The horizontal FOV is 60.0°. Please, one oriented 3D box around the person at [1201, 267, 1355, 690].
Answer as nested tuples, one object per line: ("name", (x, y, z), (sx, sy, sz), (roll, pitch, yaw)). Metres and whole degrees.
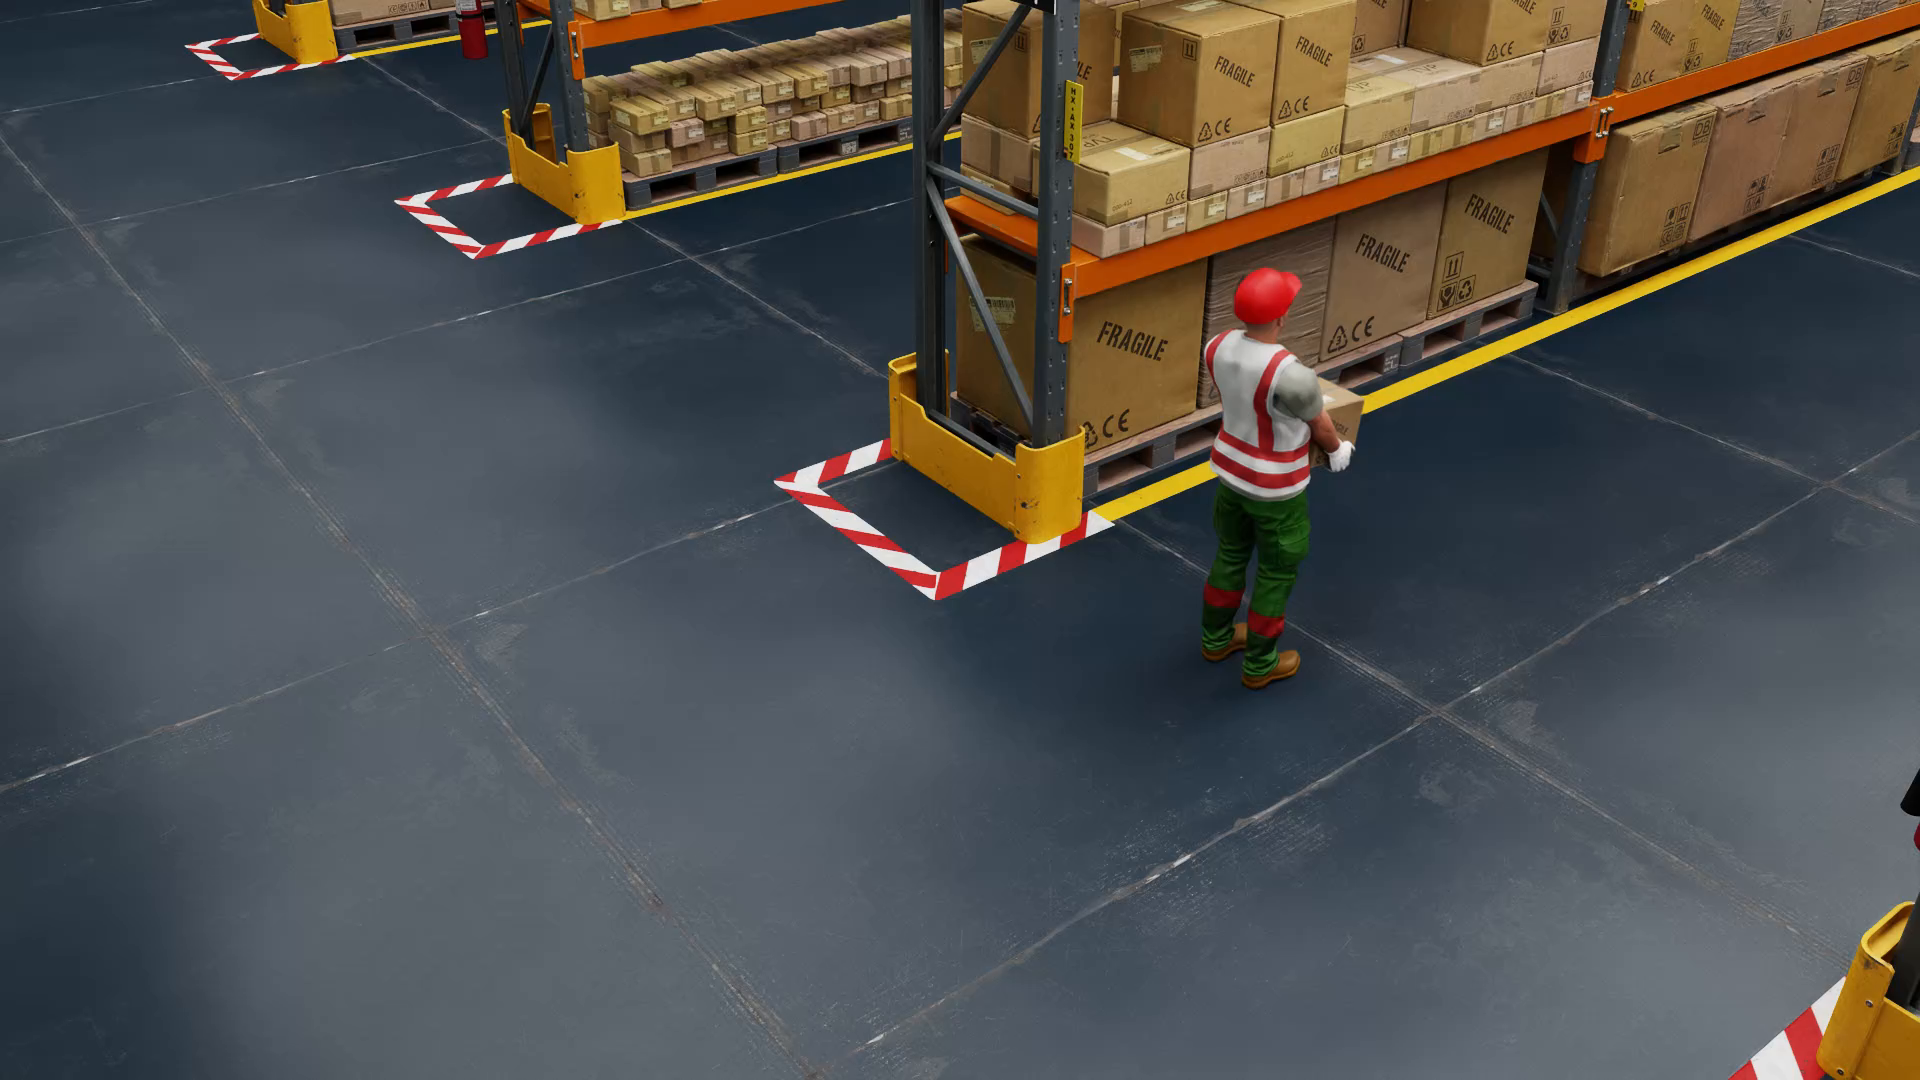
("person", (1.243, -0.272, 6.557), (0.563, 1.782, 0.493), (-22, 38, -31))
